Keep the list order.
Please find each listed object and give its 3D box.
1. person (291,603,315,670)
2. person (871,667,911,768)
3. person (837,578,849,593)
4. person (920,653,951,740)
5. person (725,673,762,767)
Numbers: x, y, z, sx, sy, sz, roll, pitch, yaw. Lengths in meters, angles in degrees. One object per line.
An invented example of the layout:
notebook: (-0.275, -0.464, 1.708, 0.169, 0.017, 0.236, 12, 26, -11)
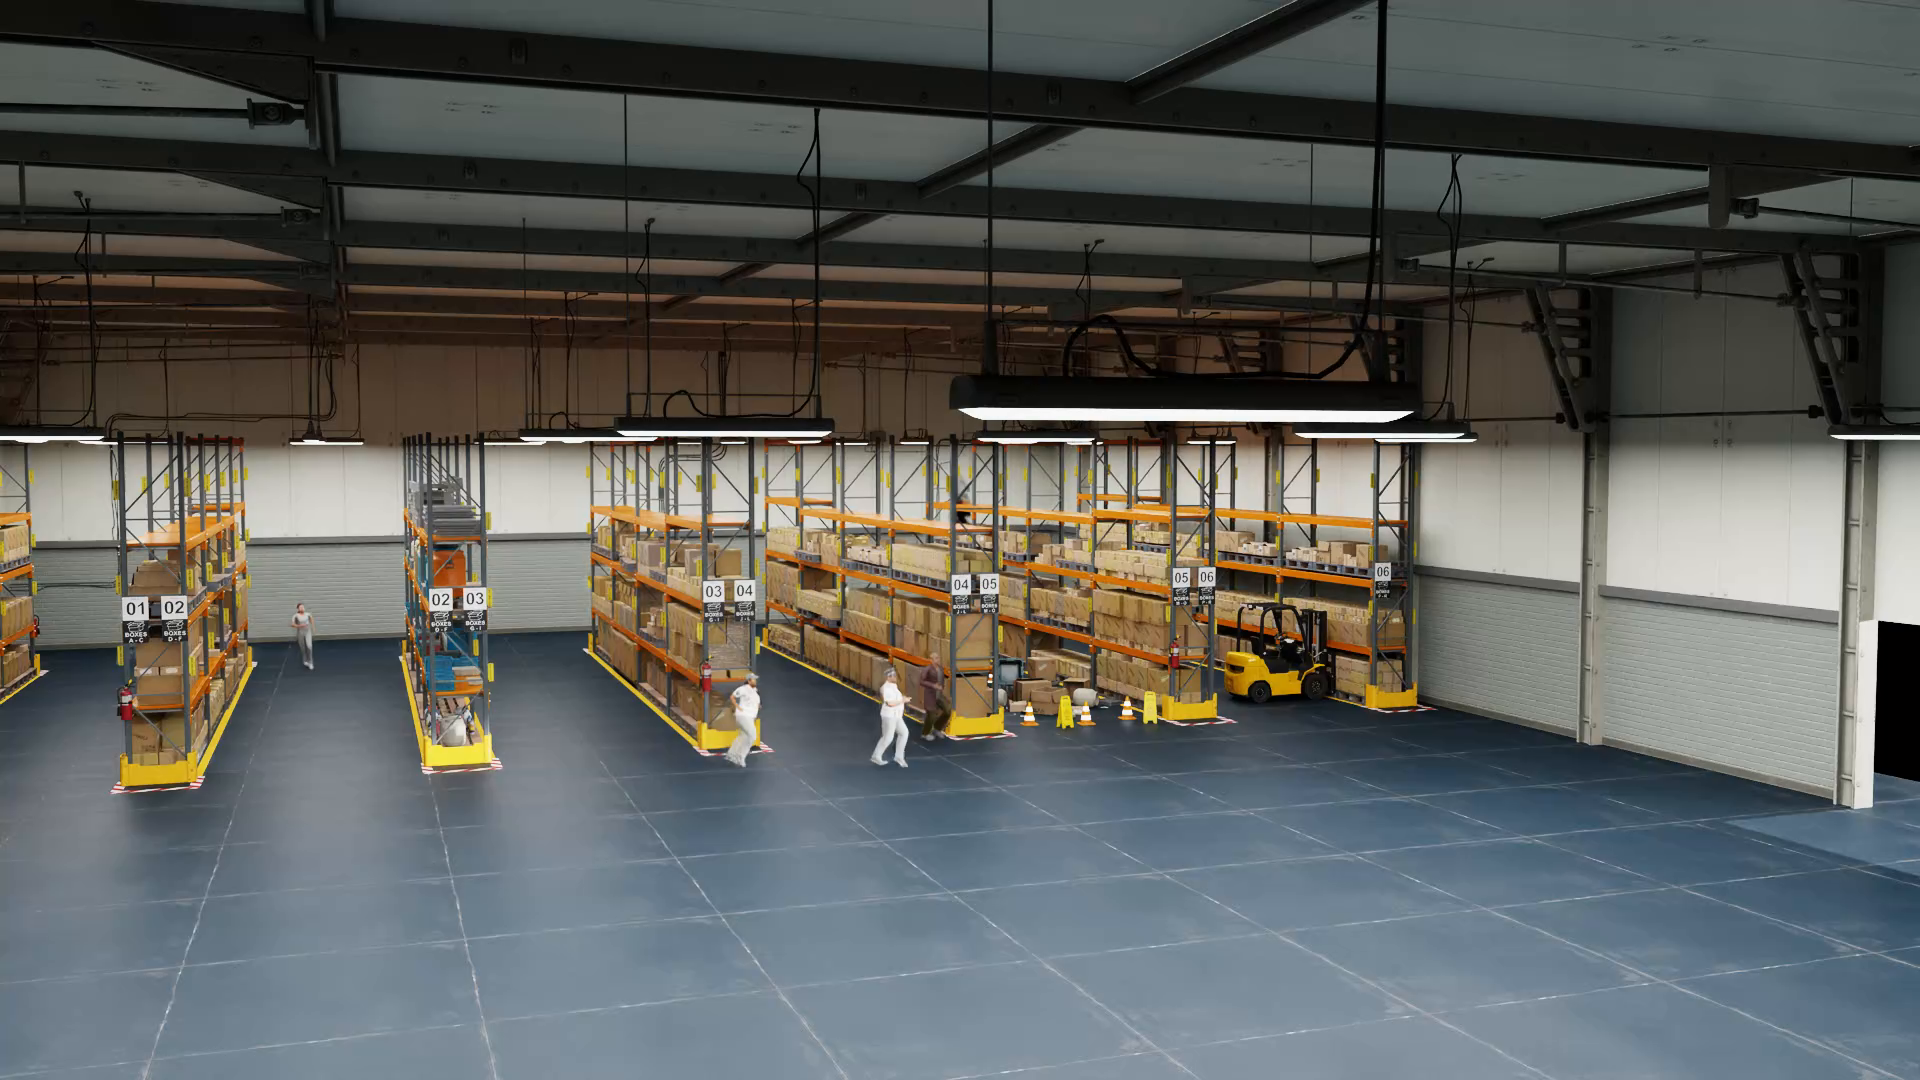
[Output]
person: (-17.059, 2.493, 43.207, 0.580, 1.713, 0.841, -1, 3, -23)
person: (-1.220, 3.191, 29.756, 0.755, 1.845, 0.640, 1, 3, 12)
person: (-3.397, 1.928, 48.072, 0.636, 1.671, 0.758, -1, 3, -16)
person: (-0.483, 3.049, 32.373, 0.731, 1.734, 0.773, -3, 4, -40)
person: (-3.910, 3.252, 30.142, 0.664, 1.663, 0.680, 1, 3, 16)
